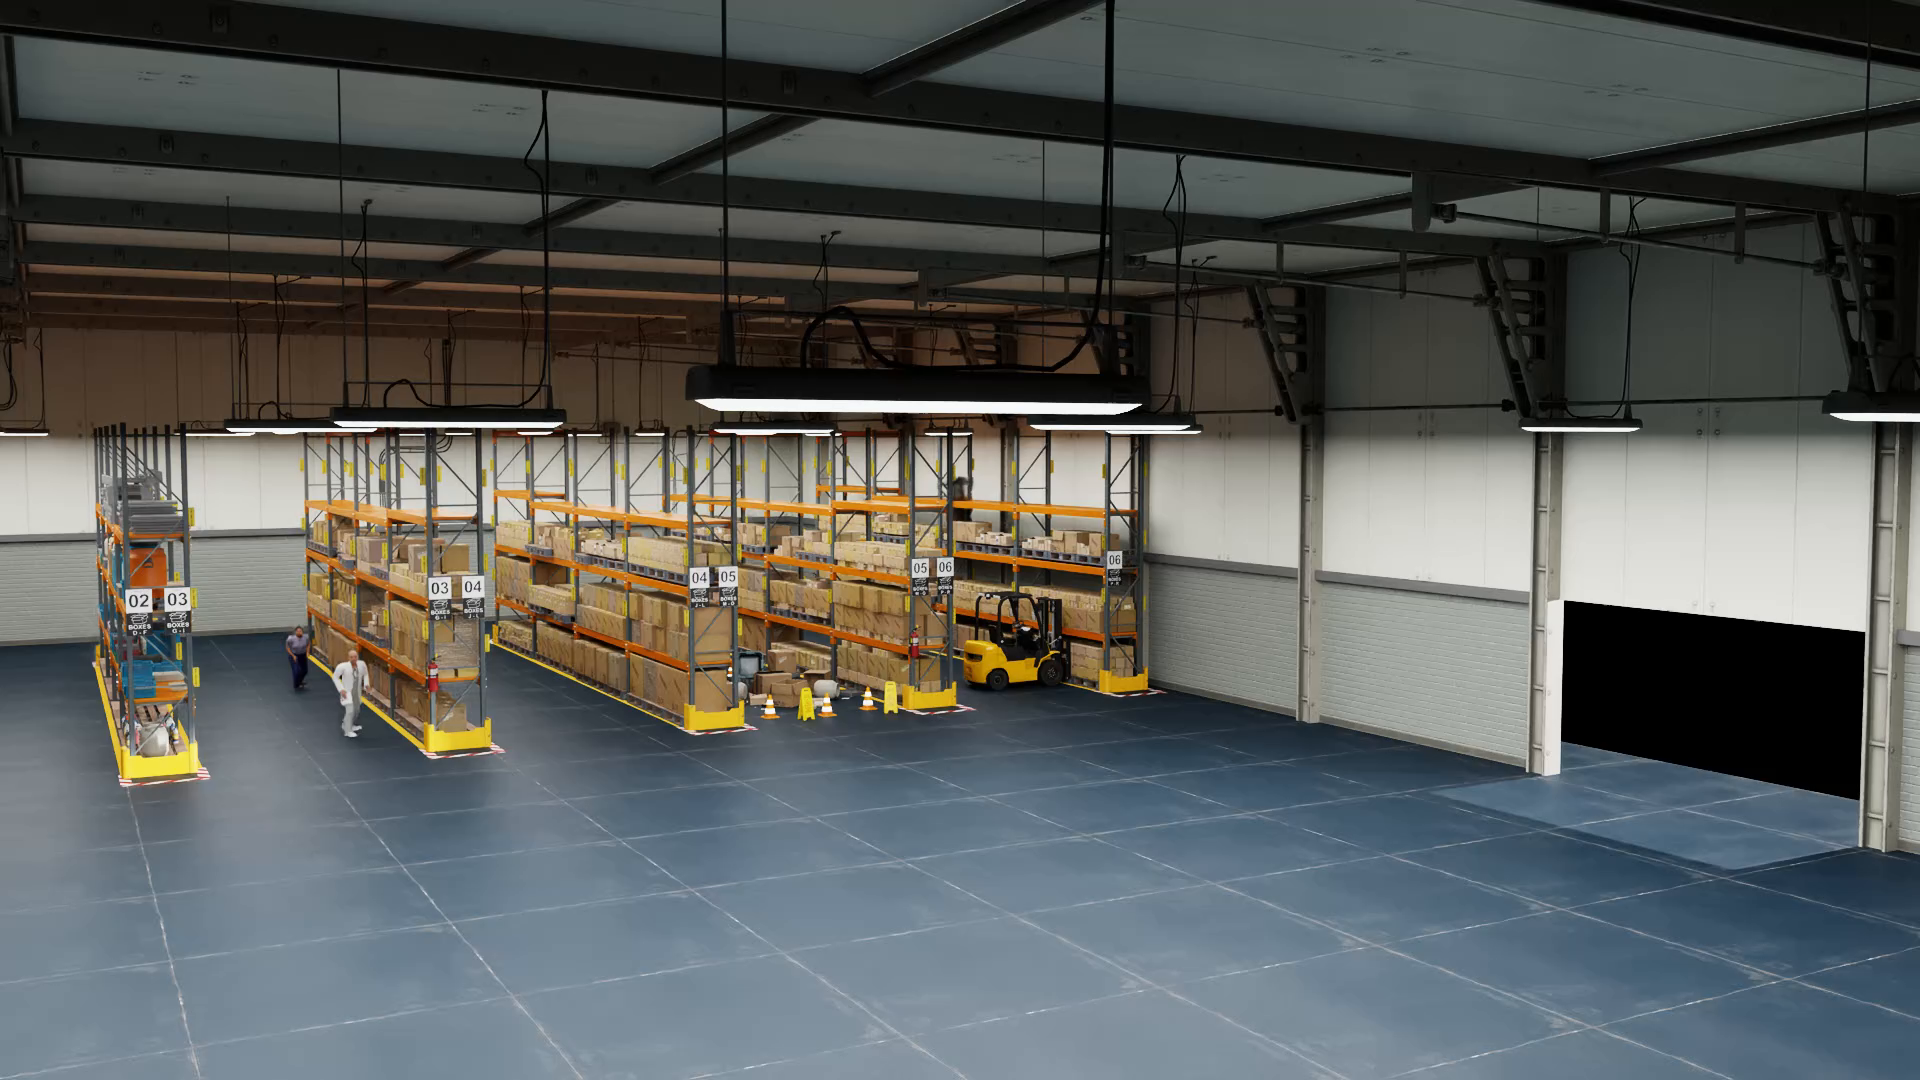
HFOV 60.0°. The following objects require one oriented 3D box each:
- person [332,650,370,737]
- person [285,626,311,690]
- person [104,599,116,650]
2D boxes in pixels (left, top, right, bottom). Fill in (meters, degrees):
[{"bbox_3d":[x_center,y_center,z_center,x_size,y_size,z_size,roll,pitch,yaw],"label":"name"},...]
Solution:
[{"bbox_3d":[-11.741,2.937,32.045,0.934,1.692,0.735,3,4,38],"label":"person"},{"bbox_3d":[-15.148,2.673,38.052,0.825,1.499,0.641,3,5,43],"label":"person"},{"bbox_3d":[-21.849,2.260,43.155,0.940,1.656,0.612,-1,4,-18],"label":"person"}]
